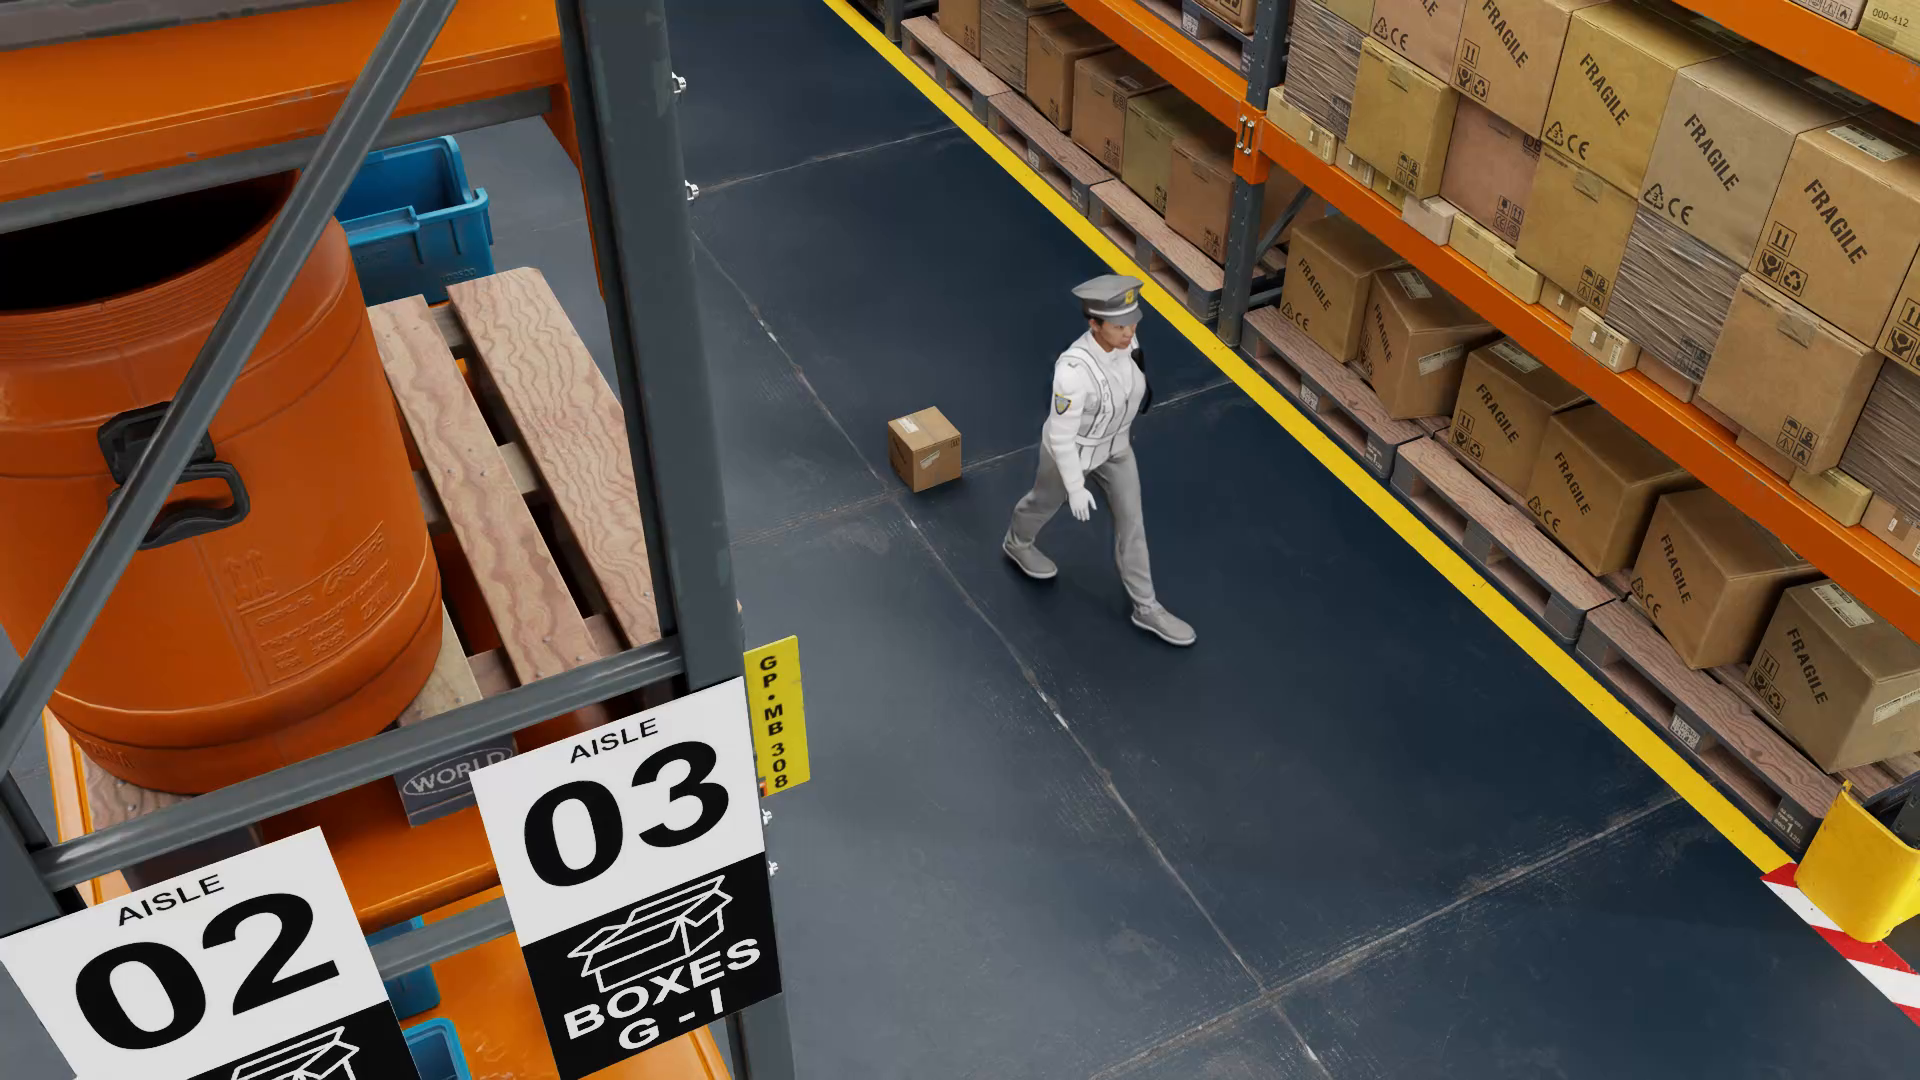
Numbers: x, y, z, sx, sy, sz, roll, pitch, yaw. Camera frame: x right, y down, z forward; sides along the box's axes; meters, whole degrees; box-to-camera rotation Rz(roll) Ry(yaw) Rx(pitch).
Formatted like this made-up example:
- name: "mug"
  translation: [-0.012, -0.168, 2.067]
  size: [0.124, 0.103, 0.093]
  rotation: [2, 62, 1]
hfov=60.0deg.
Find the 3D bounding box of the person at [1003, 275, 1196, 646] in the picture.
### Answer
- name: "person"
  translation: [0.534, -0.340, 6.516]
  size: [0.514, 1.617, 0.963]
  rotation: [-31, 50, -30]
